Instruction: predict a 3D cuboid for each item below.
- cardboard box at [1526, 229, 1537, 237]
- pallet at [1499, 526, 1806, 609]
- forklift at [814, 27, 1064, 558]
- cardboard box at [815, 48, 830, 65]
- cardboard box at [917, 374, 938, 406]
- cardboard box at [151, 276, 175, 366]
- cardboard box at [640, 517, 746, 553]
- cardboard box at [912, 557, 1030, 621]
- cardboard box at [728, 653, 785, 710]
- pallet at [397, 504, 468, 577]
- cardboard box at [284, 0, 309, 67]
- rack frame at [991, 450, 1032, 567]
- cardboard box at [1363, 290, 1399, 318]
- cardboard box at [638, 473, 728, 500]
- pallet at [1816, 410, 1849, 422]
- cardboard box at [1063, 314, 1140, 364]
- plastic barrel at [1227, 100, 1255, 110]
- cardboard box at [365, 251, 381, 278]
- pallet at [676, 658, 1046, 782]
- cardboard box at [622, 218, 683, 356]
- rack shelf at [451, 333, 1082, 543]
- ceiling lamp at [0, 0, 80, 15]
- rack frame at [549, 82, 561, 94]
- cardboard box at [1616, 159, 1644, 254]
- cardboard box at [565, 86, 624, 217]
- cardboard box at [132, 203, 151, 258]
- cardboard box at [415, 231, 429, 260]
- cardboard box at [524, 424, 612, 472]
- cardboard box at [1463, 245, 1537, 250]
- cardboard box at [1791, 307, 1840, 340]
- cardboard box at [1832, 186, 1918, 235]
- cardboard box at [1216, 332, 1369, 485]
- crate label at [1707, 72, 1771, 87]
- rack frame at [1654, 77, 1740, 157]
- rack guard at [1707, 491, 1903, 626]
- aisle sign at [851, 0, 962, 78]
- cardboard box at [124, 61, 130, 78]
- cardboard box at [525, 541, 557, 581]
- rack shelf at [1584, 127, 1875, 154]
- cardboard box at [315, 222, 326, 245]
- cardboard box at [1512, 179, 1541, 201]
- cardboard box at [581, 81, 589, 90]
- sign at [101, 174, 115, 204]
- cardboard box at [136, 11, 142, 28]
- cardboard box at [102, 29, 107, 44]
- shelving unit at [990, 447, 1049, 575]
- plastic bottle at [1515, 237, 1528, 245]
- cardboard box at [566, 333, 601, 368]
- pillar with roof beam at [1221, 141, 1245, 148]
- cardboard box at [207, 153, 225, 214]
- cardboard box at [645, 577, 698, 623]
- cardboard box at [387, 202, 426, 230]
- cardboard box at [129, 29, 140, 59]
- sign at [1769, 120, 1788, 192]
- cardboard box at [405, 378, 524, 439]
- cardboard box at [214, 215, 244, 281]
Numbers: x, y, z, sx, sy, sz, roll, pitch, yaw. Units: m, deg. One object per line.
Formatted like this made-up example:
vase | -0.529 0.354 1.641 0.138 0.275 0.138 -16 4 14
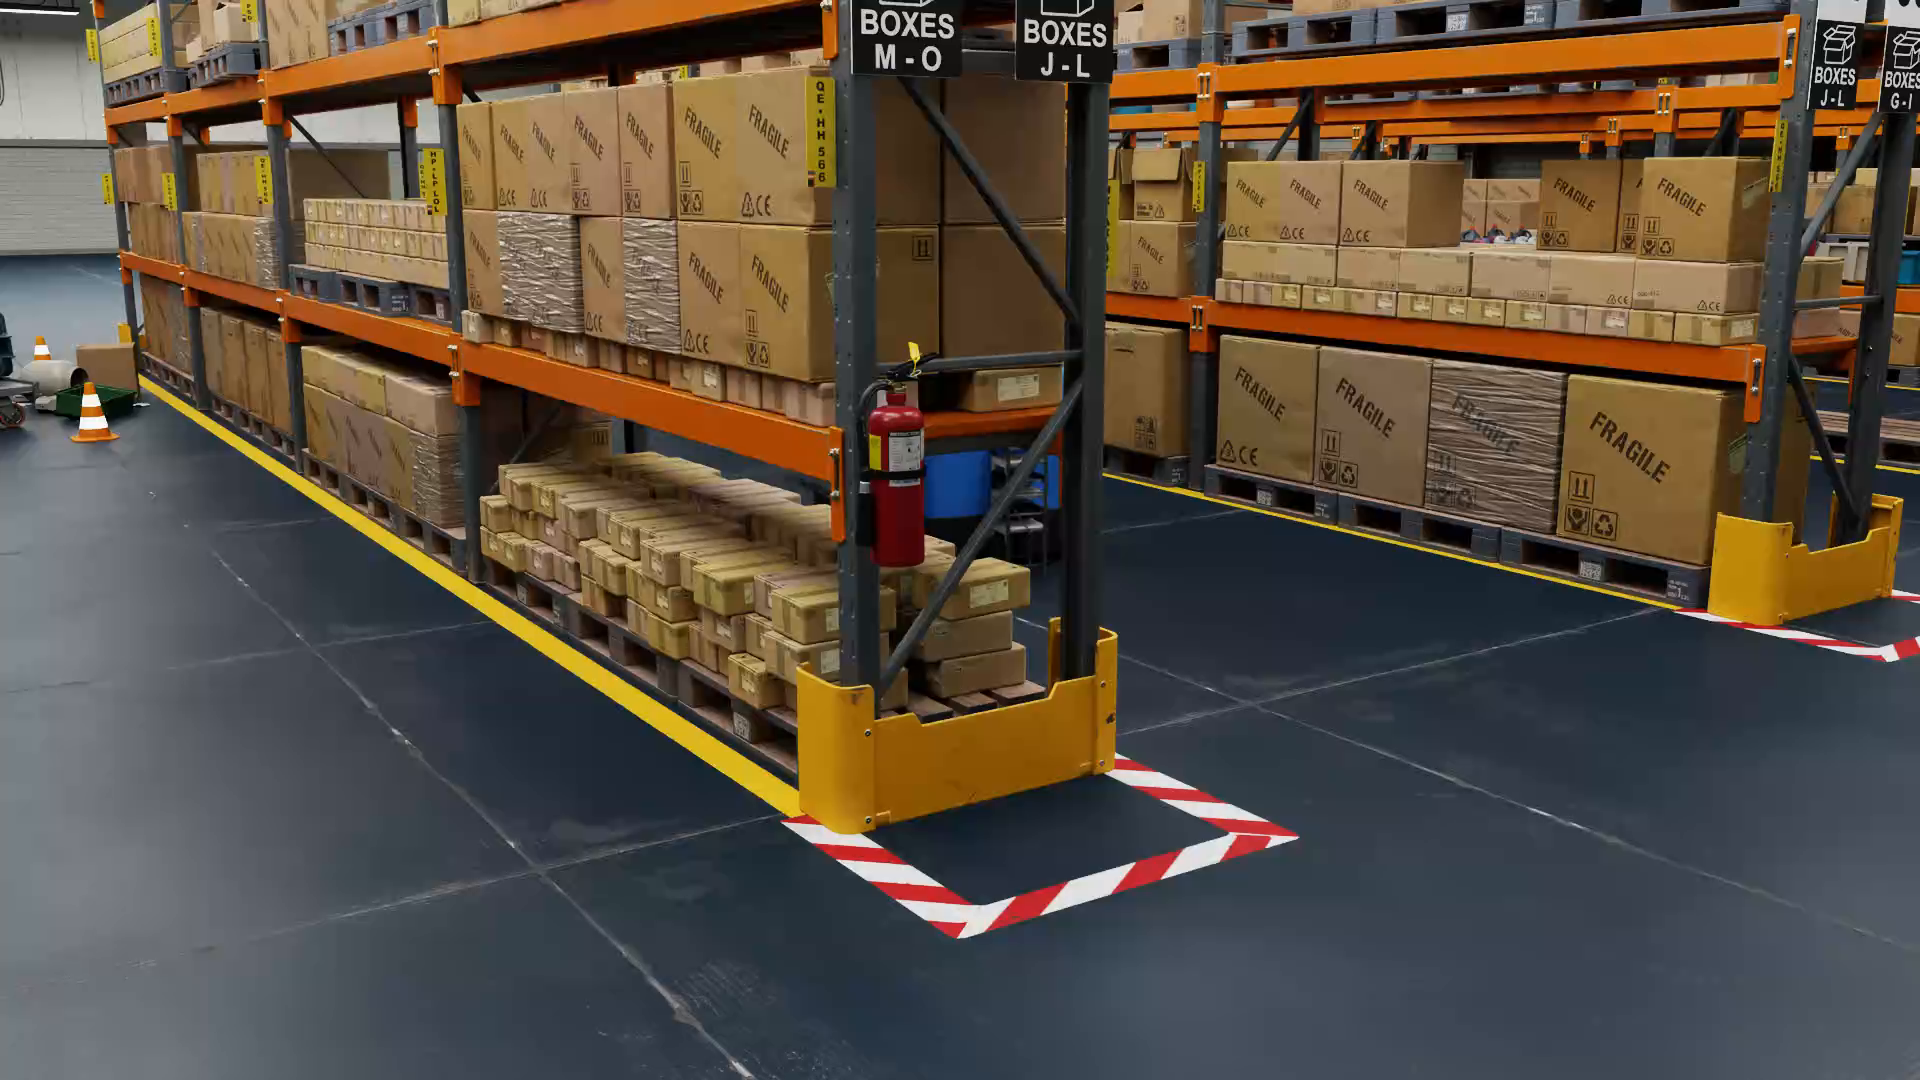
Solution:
cardboard box | 7.299 -3.842 20.996 0.380 0.149 0.250 -7 14 -29
pallet | 3.727 0.080 9.003 1.003 0.211 1.213 -8 15 -33
forklift | -0.284 -1.577 10.214 1.130 2.935 3.031 -5 13 -21
cardboard box | -0.963 -4.476 14.883 0.500 0.500 0.500 -8 15 -33
cardboard box | -0.032 -0.595 6.147 0.380 0.149 0.250 -7 14 -31
cardboard box | -7.894 -2.324 17.459 0.875 0.875 0.875 -8 15 -34
cardboard box | -1.134 0.015 7.069 0.380 0.149 0.250 -9 15 -35
cardboard box | 0.043 0.183 6.301 0.380 0.149 0.250 -9 15 -35
cardboard box | -0.642 0.504 6.224 0.380 0.149 0.250 -8 14 -31
pallet | -2.598 -0.068 9.678 1.003 0.211 1.213 -8 15 -33
cardboard box | -4.004 -3.296 10.659 0.500 0.500 0.500 -8 15 -33
rack frame | 0.282 -0.283 9.052 0.240 0.900 0.006 -5 13 -21
cardboard box | 2.625 -1.416 9.903 0.380 0.149 0.250 -8 15 -32
cardboard box | -1.355 -0.223 8.158 0.380 0.149 0.250 -8 14 -31
pallet | 6.582 -0.959 13.752 1.003 0.211 1.213 -8 15 -33
cardboard box | 1.152 -1.298 12.769 1.225 0.875 0.875 -9 15 -35
plastic barrel | 3.028 -4.755 17.887 0.301 0.262 0.301 0 12 0
cardboard box | -3.423 -1.700 10.220 0.380 0.149 0.250 -9 15 -35
pallet | -0.412 0.620 6.535 1.003 0.211 1.213 -8 15 -33
cardboard box | -0.983 -1.005 6.508 0.500 0.500 0.500 -8 15 -33
rack shelf | -1.058 -0.585 7.198 1.077 0.370 4.000 -8 15 -33
ceiling lamp | -21.748 -13.871 38.564 2.000 3.185 0.800 -8 15 -33
rack frame | -4.629 -6.926 20.469 1.000 3.000 0.127 -8 15 -33
cardboard box | 3.917 -1.794 8.945 0.500 0.500 0.500 -9 15 -34
cardboard box | -1.282 -1.590 6.842 0.500 0.500 0.500 -9 15 -35
cardboard box | -8.042 -3.229 17.255 0.875 0.550 0.550 -8 15 -33
cardboard box | -2.833 -1.658 9.332 0.380 0.149 0.250 -7 14 -30
cardboard box | -2.354 -0.439 9.715 0.500 0.500 0.500 -7 14 -31
cardboard box | 3.332 -1.613 9.869 0.500 0.250 0.500 -8 15 -34
cardboard box | 4.314 -1.129 8.592 0.380 0.149 0.250 -8 15 -32
cardboard box | 9.758 -3.512 17.685 0.700 0.500 0.500 -6 14 -24
cardboard box | 2.318 -0.901 10.953 0.875 0.875 0.875 -8 15 -33
crate label | 6.173 -3.663 13.185 0.293 0.136 0.466 -8 15 -33
rack frame | 6.143 -2.447 14.031 1.000 3.000 0.127 -8 15 -33
rack guard | 4.249 0.076 8.345 1.175 0.500 0.348 -8 15 -33
aisle sign | -0.159 -1.802 4.996 0.394 0.787 0.004 -8 15 -33
cardboard box | -8.050 -4.654 16.473 0.380 0.149 0.250 -8 15 -32
cardboard box | -1.903 0.084 8.147 0.380 0.149 0.250 -8 15 -33
rack shelf | 11.066 -5.801 24.030 1.077 0.370 4.000 -8 15 -33
cardboard box | -4.129 -2.073 11.230 0.380 0.149 0.250 -7 14 -30
cardboard box | 9.157 -5.481 26.453 0.500 0.500 0.500 -8 15 -33
cardboard box | -4.272 -5.361 19.752 0.380 0.149 0.250 -7 14 -31
sign | -9.280 -3.823 18.111 0.100 0.325 0.005 -8 15 -33
cardboard box | -7.483 -4.862 15.558 0.380 0.149 0.250 -8 15 -32
cardboard box | -8.756 -5.271 17.425 0.380 0.149 0.250 -8 15 -32
shelving unit | 0.320 -0.263 8.959 0.258 0.900 0.210 -5 13 -21
plastic bottle | 5.099 -2.597 15.007 0.152 0.276 0.135 -8 15 -33
cardboard box | -1.511 -0.852 7.323 0.380 0.149 0.250 -7 14 -30
pillar with roof beam | 1.941 -9.220 30.960 9.100 9.000 0.400 -8 15 -33
cardboard box | -6.031 -3.073 14.319 0.700 0.500 0.500 -8 15 -34
cardboard box | -1.067 0.219 6.834 0.380 0.149 0.250 -8 15 -32
cardboard box | -3.121 -1.898 9.732 0.380 0.149 0.250 -9 15 -35
cardboard box | -7.640 -4.742 15.943 0.500 0.250 0.500 -8 15 -33
sign | 3.776 -1.769 7.666 0.100 0.325 0.005 -8 15 -33
cardboard box | -2.789 -0.745 9.359 0.500 0.250 0.500 -9 15 -34
cardboard box | -5.695 -2.369 13.439 0.500 0.500 0.500 -8 15 -32
